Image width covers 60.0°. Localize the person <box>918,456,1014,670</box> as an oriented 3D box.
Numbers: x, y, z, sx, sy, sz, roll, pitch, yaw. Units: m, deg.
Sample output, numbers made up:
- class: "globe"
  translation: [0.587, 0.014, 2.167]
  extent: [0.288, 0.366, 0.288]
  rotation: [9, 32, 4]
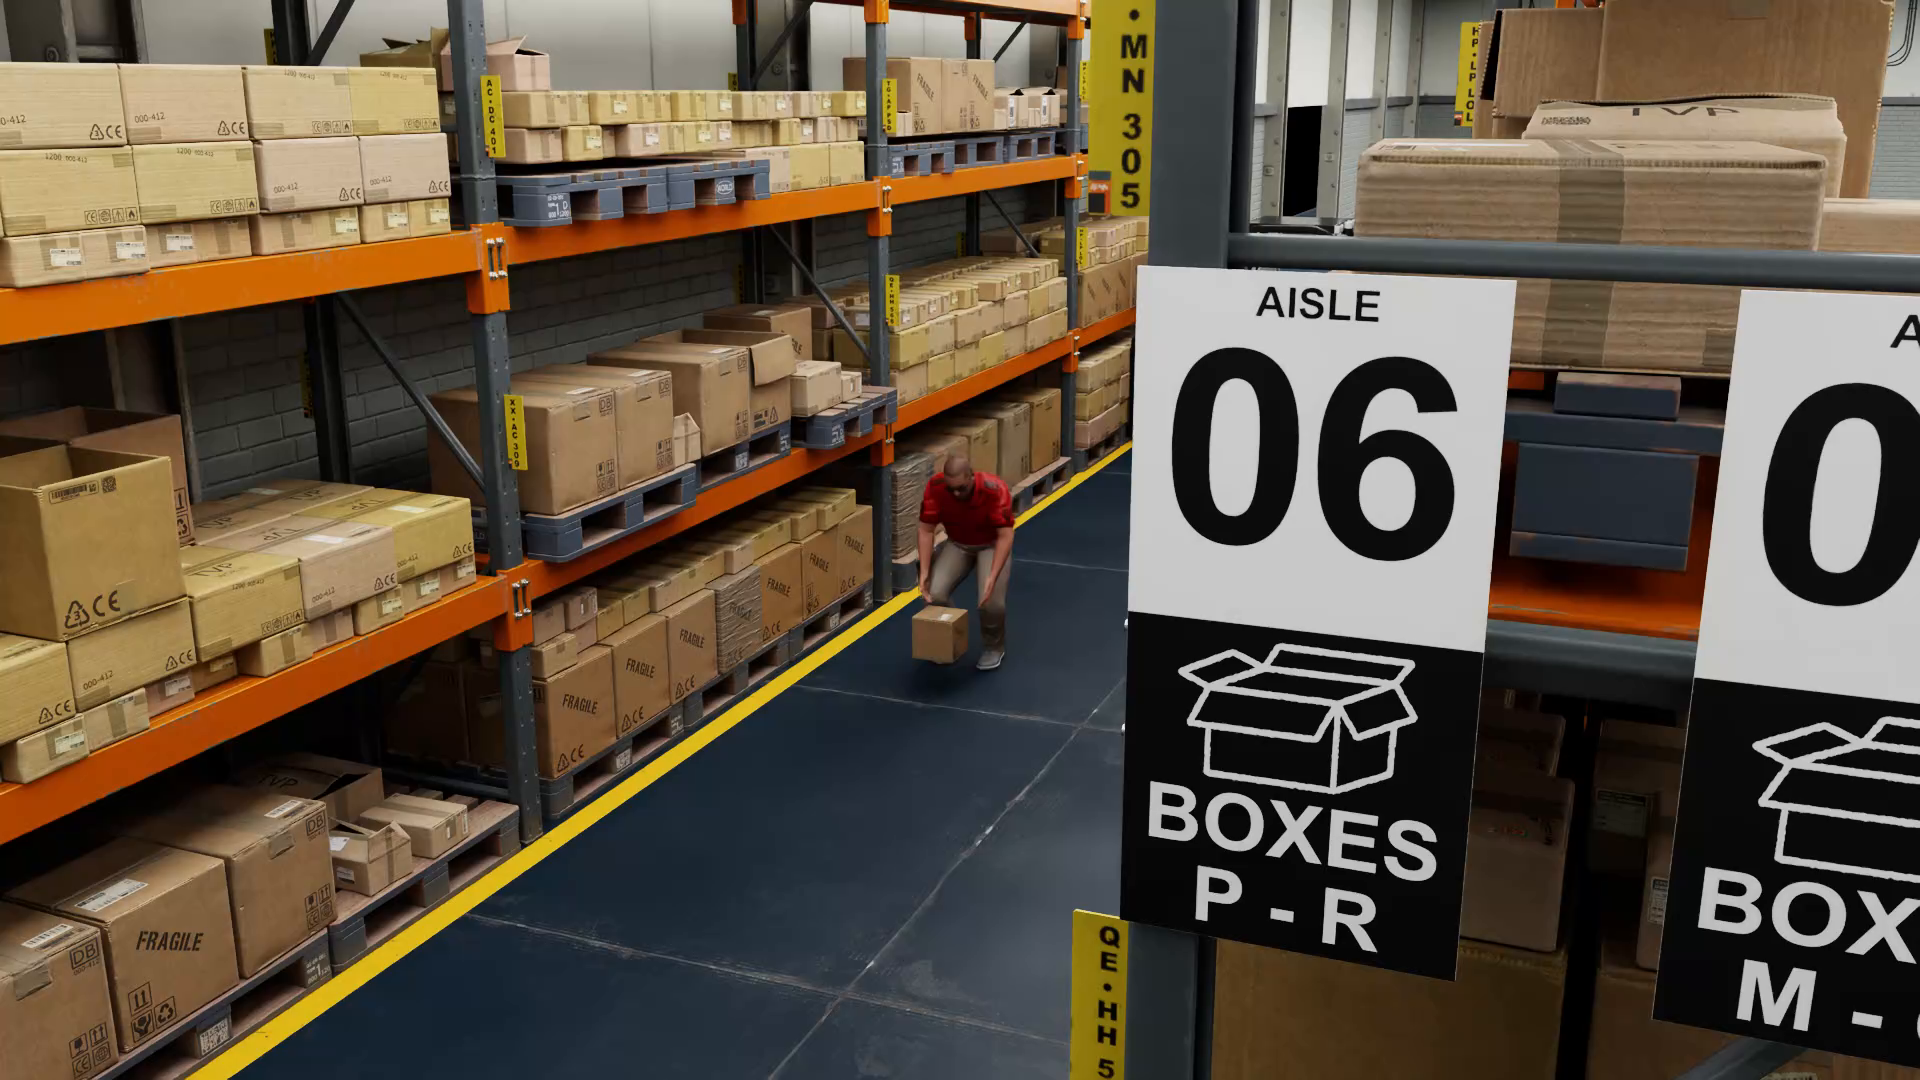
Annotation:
- class: "person"
  translation: [0.076, 0.104, 9.901]
  extent: [0.590, 1.352, 0.739]
  rotation: [6, 16, 21]
